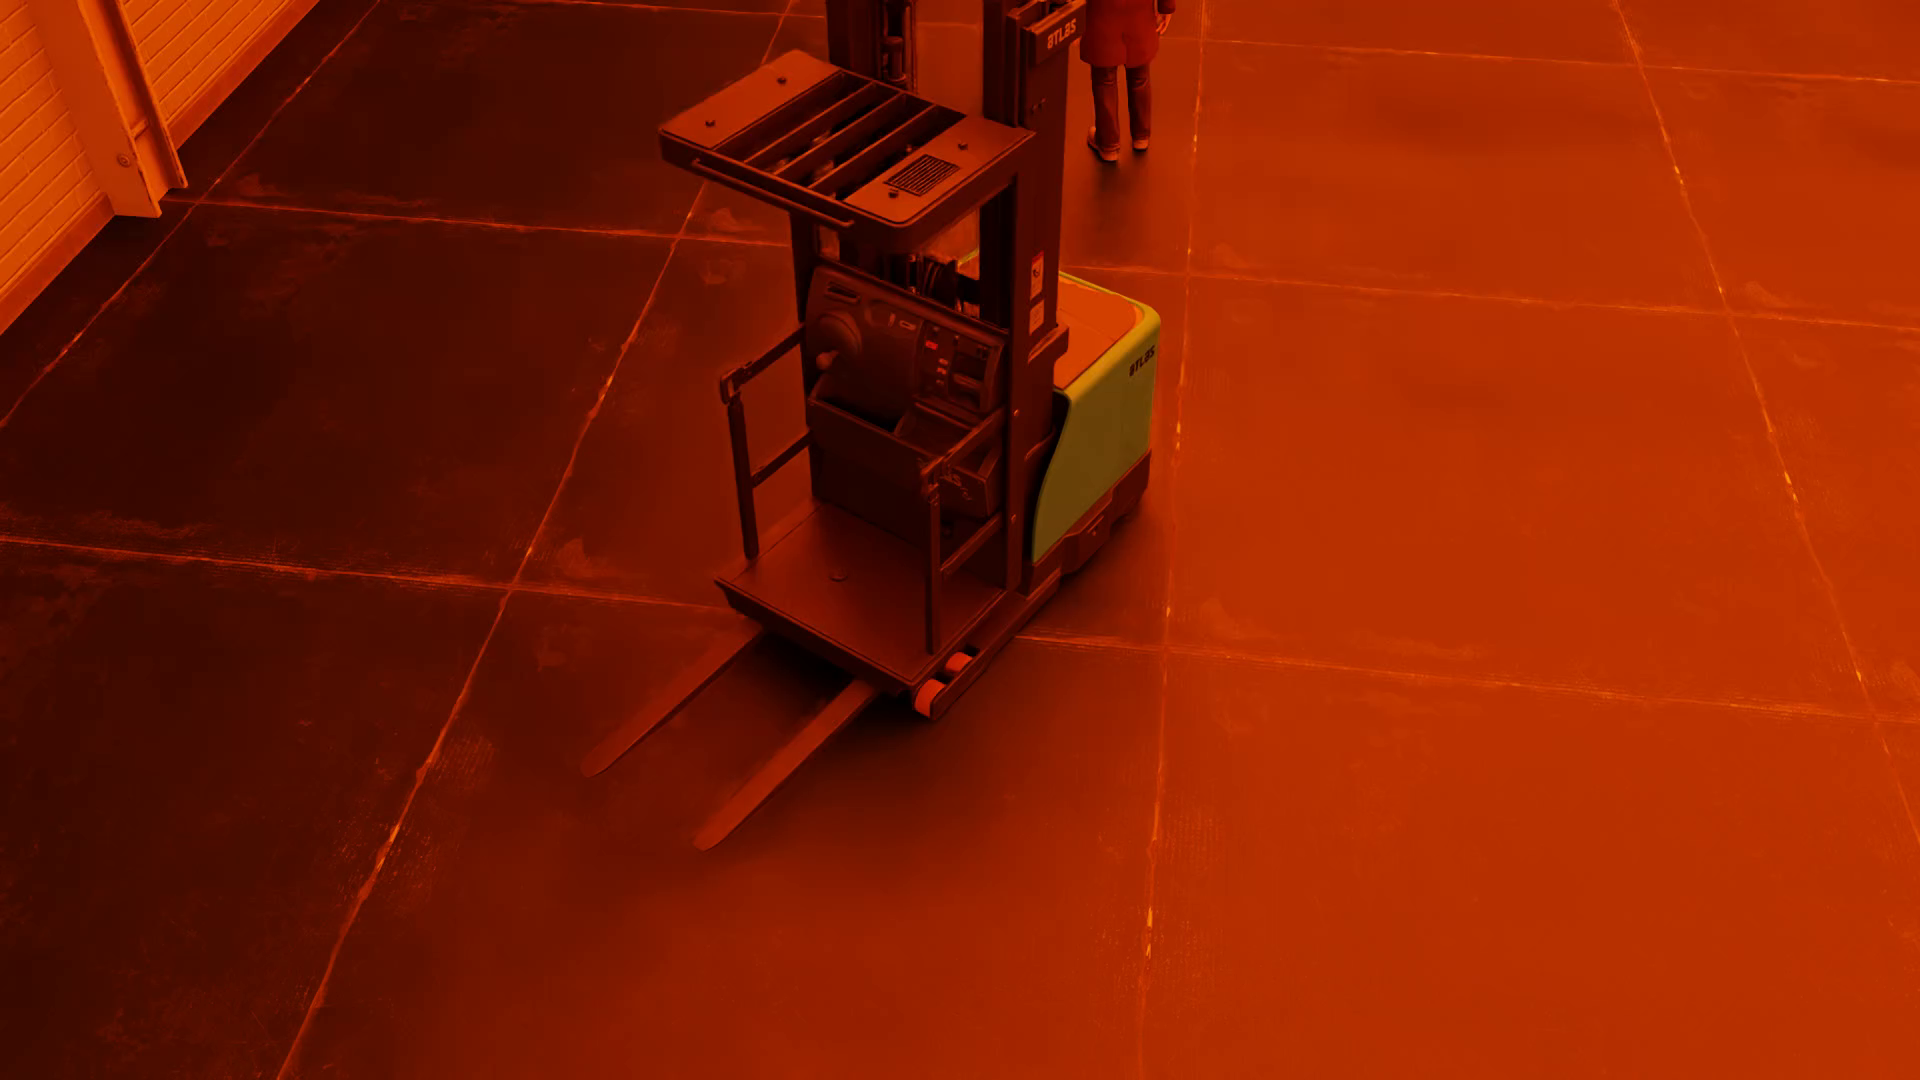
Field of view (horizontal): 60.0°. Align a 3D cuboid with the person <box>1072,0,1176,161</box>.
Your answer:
[{"bbox_3d":[0.935,-3.085,10.068,0.698,1.584,0.580,-5,43,-5],"label":"person"}]

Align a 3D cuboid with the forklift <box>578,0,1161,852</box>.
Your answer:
[{"bbox_3d":[-0.355,-0.699,6.485,1.130,2.935,3.031,26,49,26],"label":"forklift"}]
